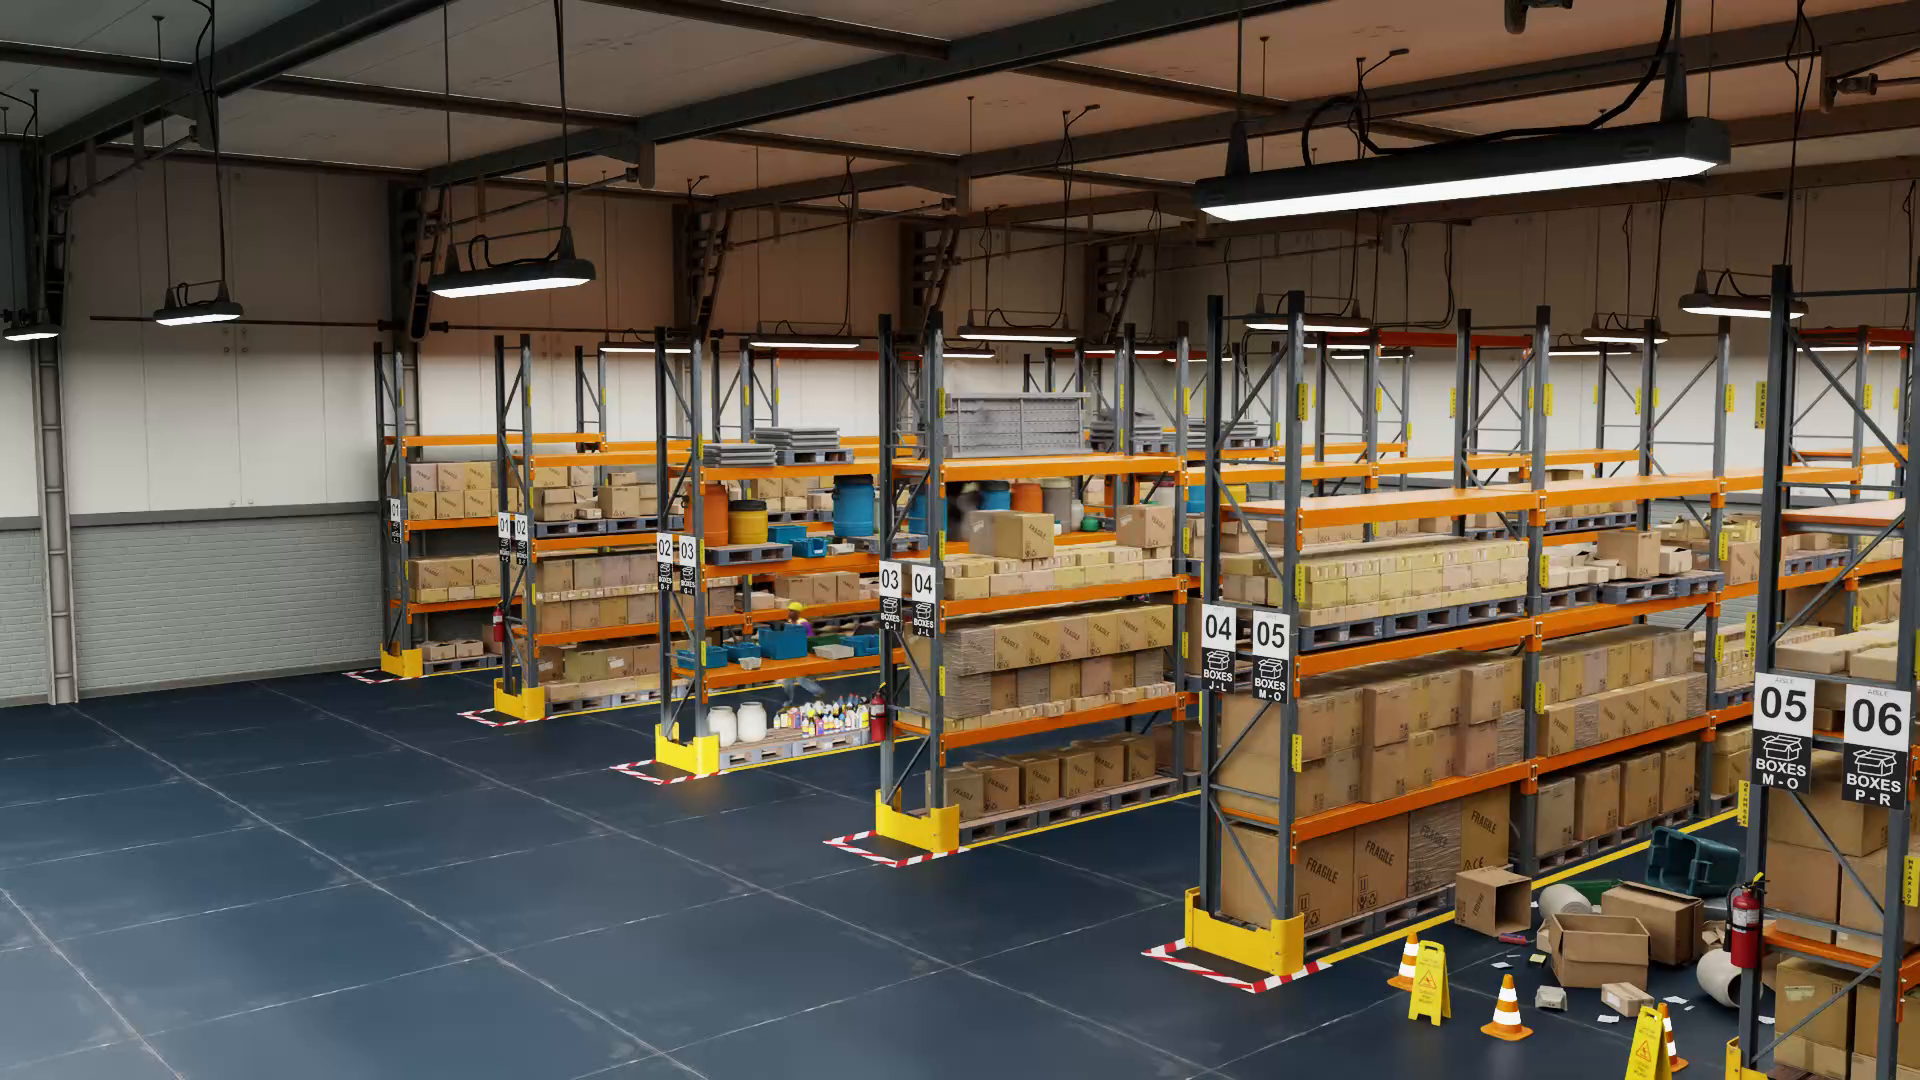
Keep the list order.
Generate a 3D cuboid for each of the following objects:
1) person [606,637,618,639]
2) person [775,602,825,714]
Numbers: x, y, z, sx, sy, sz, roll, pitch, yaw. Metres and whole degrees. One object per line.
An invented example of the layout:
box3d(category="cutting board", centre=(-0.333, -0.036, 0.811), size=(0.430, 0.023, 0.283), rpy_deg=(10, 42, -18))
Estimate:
box3d(category="person", centre=(-6.152, 1.646, 29.173), size=(0.889, 1.750, 0.610), rpy_deg=(-4, 7, -39))
box3d(category="person", centre=(-2.541, 1.861, 26.442), size=(0.886, 1.773, 0.686), rpy_deg=(-4, 7, -40))
